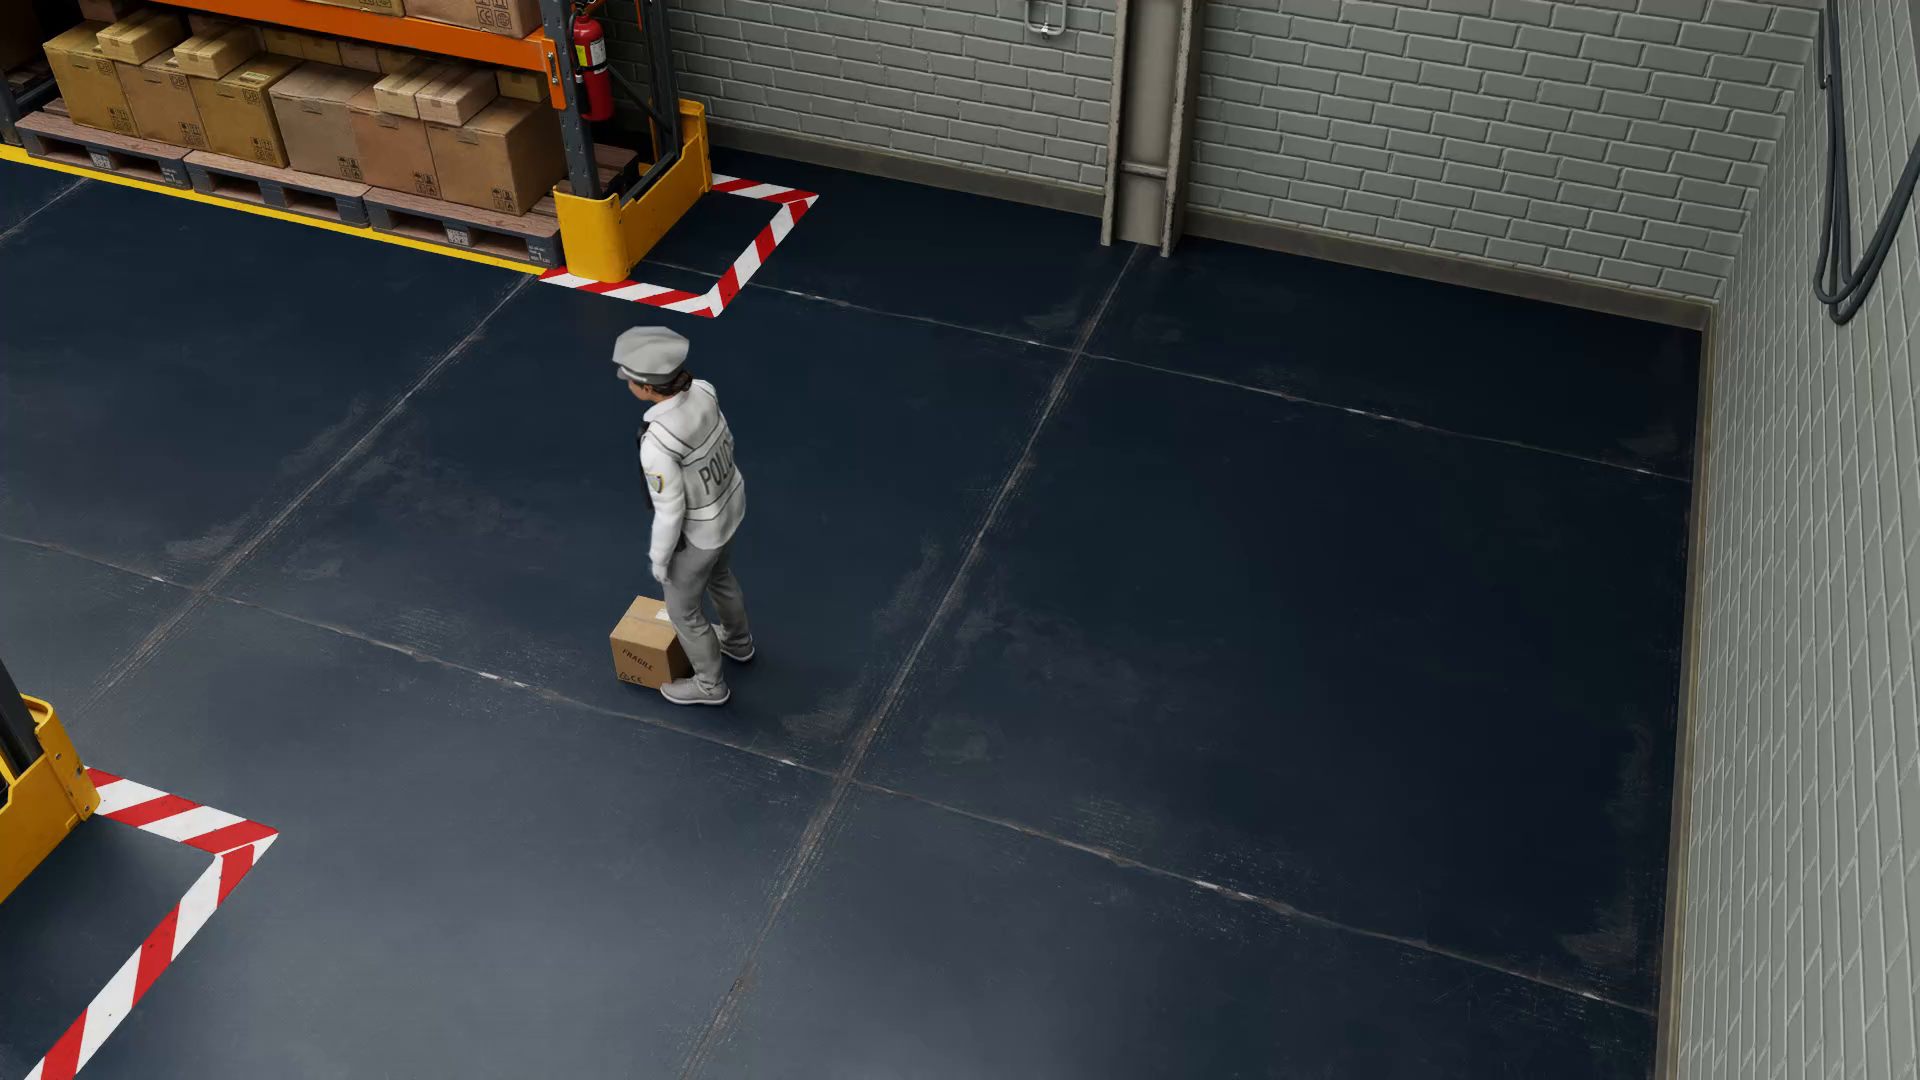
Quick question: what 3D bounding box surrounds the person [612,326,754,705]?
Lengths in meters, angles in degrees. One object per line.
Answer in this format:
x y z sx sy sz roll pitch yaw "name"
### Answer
-1.001 -0.058 6.222 0.373 1.663 0.526 13 43 14 "person"
